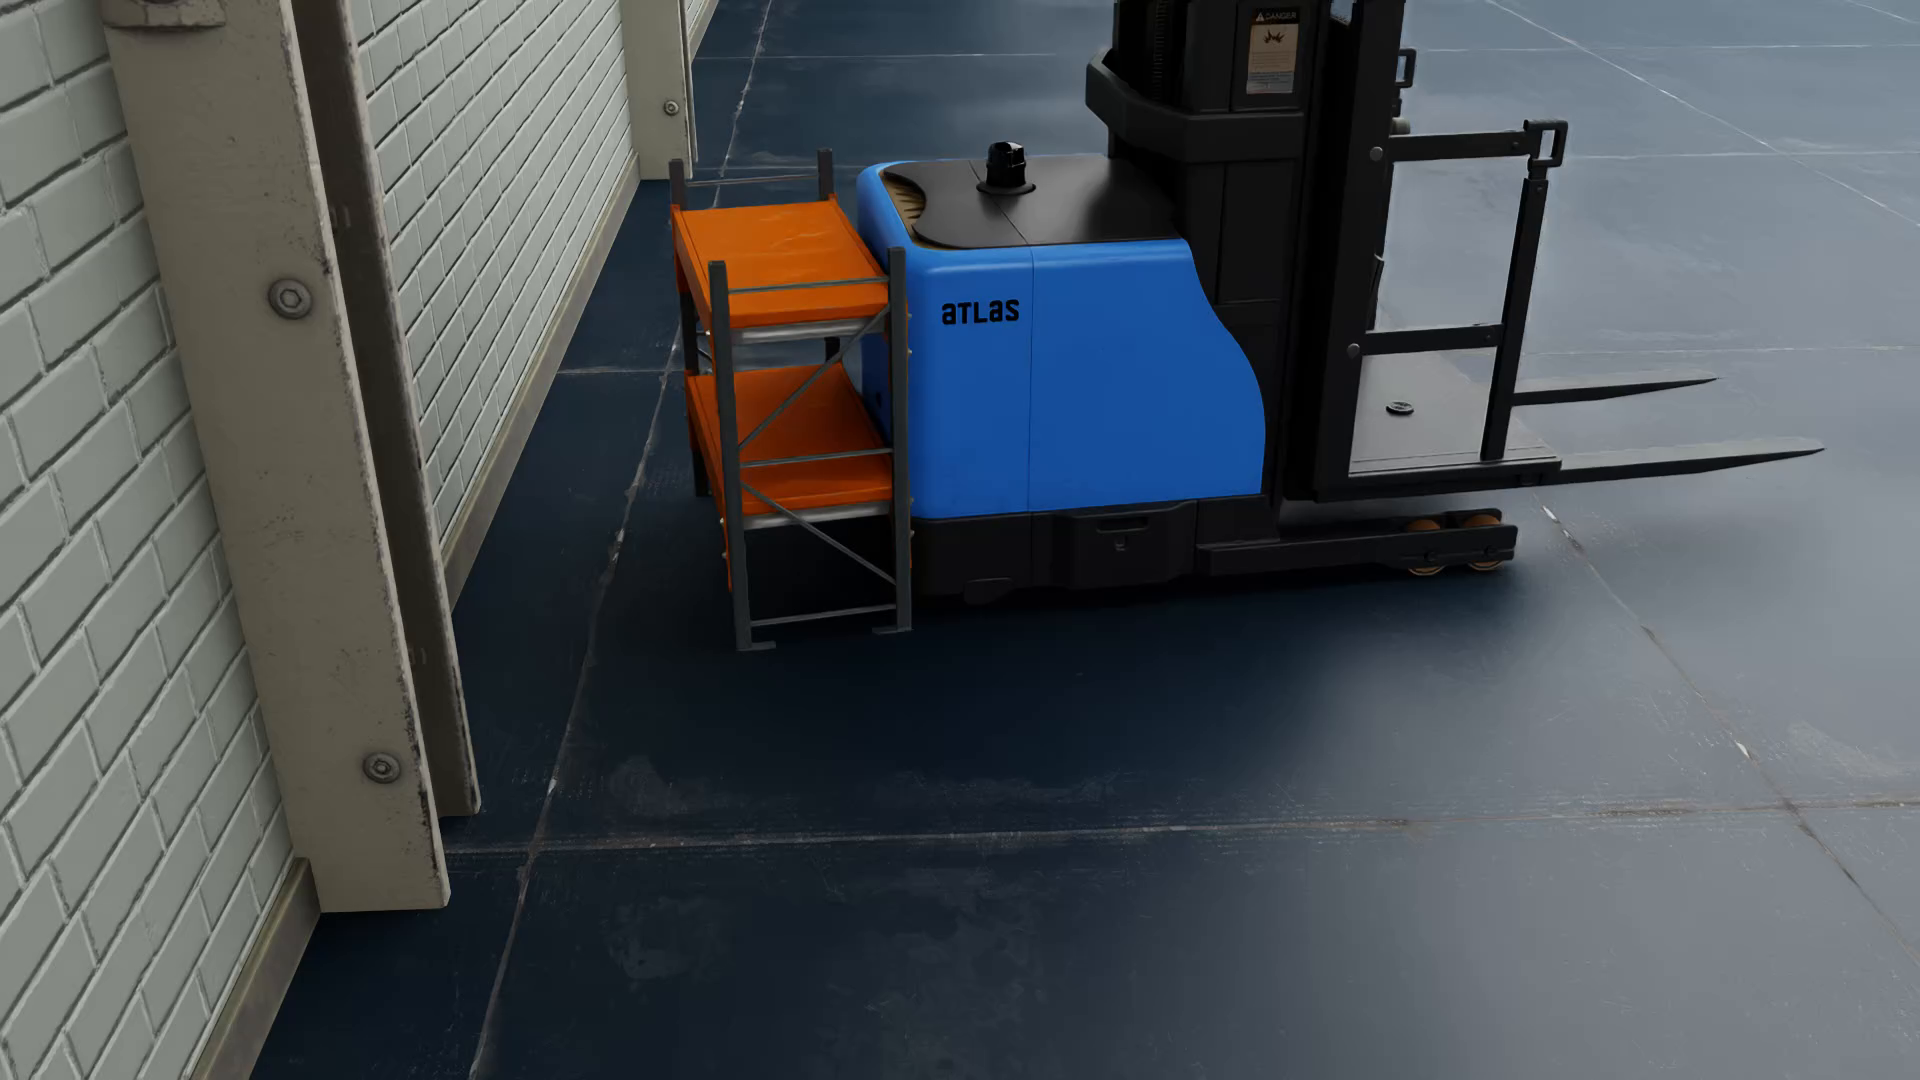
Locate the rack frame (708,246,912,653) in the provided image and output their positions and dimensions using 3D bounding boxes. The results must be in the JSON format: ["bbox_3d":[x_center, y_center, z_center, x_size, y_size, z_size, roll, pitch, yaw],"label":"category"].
[{"bbox_3d":[-0.384,-0.219,4.453,0.500,1.125,0.032,-7,28,-13],"label":"rack frame"}]

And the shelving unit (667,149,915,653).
[{"bbox_3d":[-0.510,-0.446,4.890,0.538,1.125,1.048,-7,28,-13],"label":"shelving unit"}]

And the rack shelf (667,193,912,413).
[{"bbox_3d":[-0.510,-0.706,4.754,0.538,0.278,1.000,-7,28,-13],"label":"rack shelf"}]

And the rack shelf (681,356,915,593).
[{"bbox_3d":[-0.510,-0.230,5.003,0.538,0.278,1.000,-7,28,-13],"label":"rack shelf"}]

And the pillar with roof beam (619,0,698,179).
[{"bbox_3d":[2.681,-6.137,7.286,9.100,9.000,0.400,-1,28,-3],"label":"pillar with roof beam"}]

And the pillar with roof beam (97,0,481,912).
[{"bbox_3d":[2.994,-3.366,1.974,9.100,9.000,0.400,-1,28,-3],"label":"pillar with roof beam"}]

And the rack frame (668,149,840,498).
[{"bbox_3d":[-0.637,-0.674,5.326,0.500,1.125,0.032,-7,28,-13],"label":"rack frame"}]

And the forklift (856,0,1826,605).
[{"bbox_3d":[1.231,-1.427,4.817,3.031,2.935,1.130,-5,28,-9],"label":"forklift"}]
